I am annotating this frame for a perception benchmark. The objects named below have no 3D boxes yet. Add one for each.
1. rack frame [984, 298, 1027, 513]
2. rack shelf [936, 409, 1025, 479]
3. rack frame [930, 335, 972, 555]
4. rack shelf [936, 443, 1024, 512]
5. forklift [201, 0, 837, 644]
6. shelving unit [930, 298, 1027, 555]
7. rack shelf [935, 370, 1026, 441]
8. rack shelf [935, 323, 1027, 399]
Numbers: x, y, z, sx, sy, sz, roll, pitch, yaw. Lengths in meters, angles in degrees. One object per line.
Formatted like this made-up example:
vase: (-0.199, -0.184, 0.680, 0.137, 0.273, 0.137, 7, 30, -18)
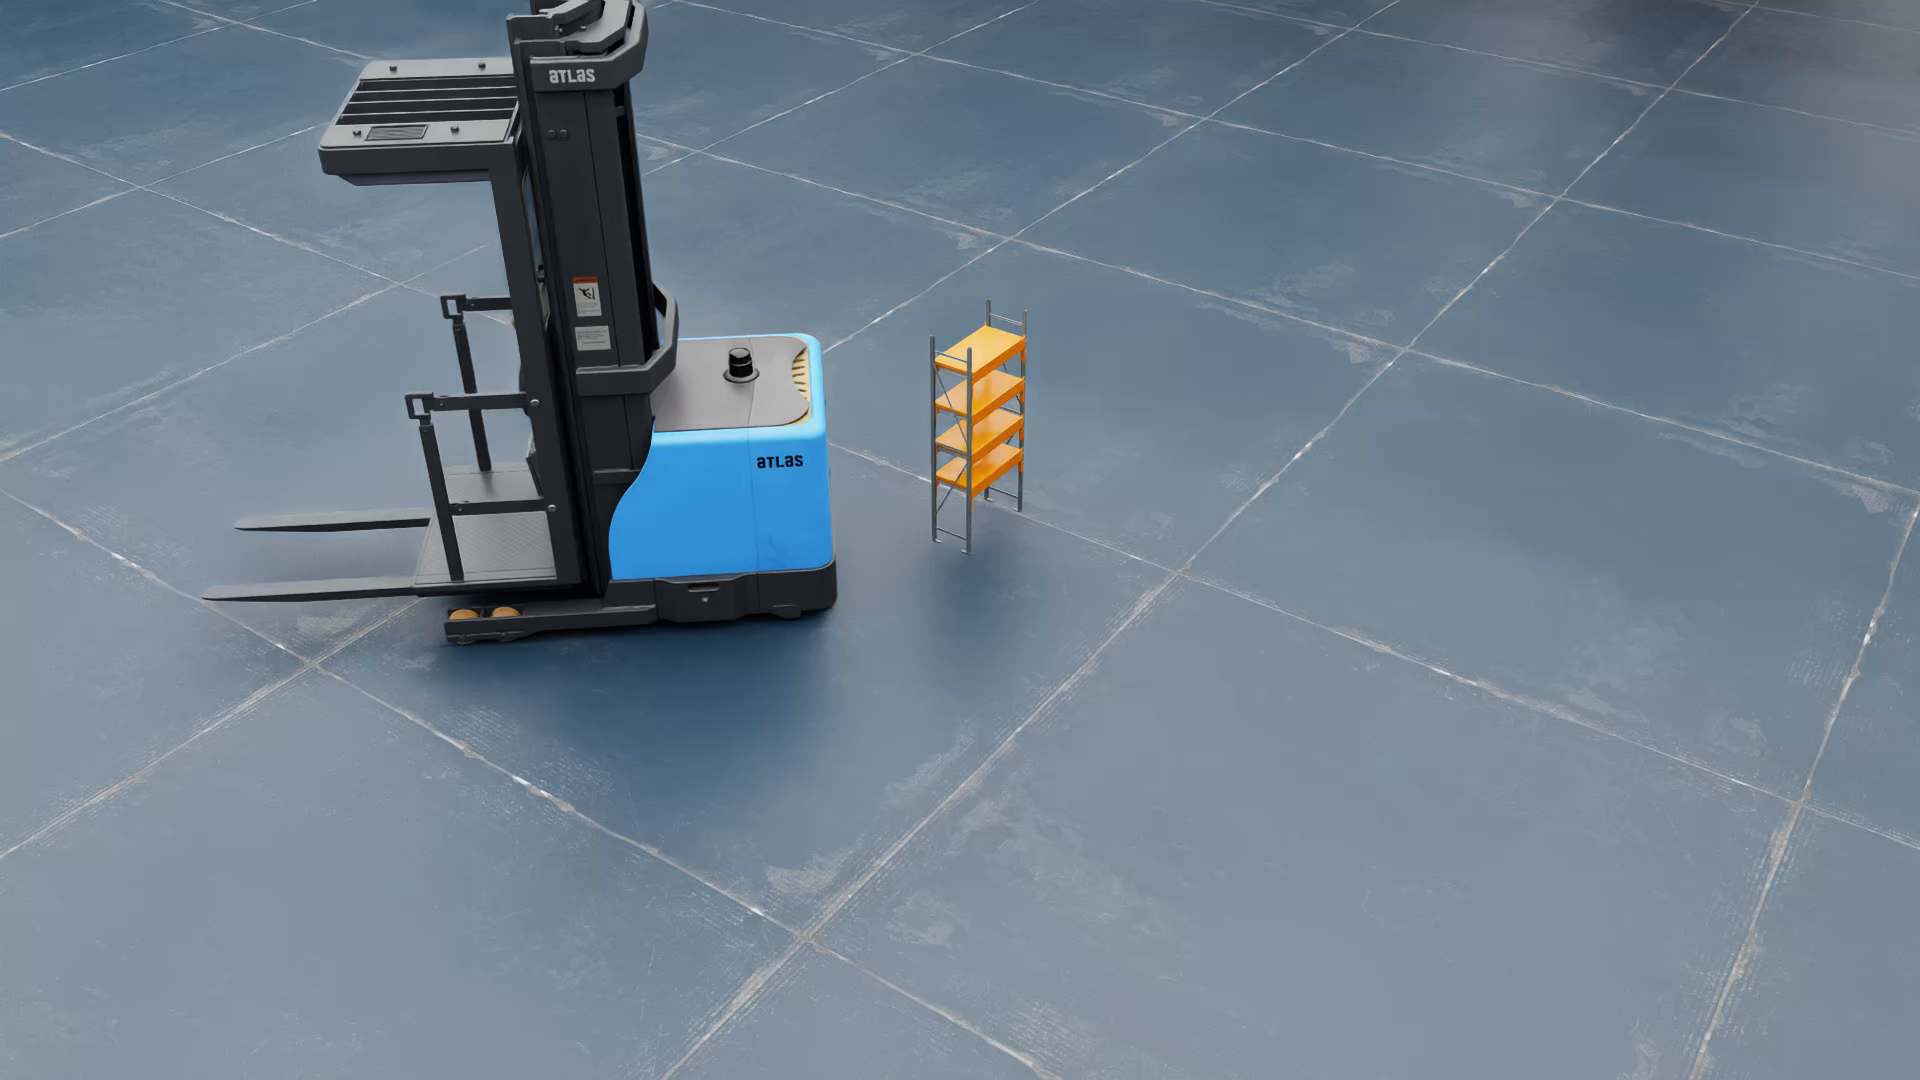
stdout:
rack frame: (0.234, -0.685, 8.693, 0.240, 1.200, 0.015, 21, 39, 28)
rack shelf: (0.094, -0.517, 8.564, 0.258, 0.148, 0.480, 21, 39, 28)
rack frame: (-0.045, -0.461, 8.360, 0.240, 1.200, 0.015, 21, 39, 28)
rack shelf: (0.094, -0.353, 8.675, 0.258, 0.148, 0.480, 21, 39, 28)
forklift: (-2.155, -1.025, 7.650, 3.031, 2.935, 1.130, -3, 34, -5)
shelving unit: (0.094, -0.573, 8.527, 0.258, 1.200, 0.503, 21, 39, 28)
rack shelf: (0.094, -0.703, 8.439, 0.258, 0.148, 0.480, 21, 39, 28)
rack shelf: (0.094, -0.899, 8.306, 0.258, 0.148, 0.480, 21, 39, 28)
